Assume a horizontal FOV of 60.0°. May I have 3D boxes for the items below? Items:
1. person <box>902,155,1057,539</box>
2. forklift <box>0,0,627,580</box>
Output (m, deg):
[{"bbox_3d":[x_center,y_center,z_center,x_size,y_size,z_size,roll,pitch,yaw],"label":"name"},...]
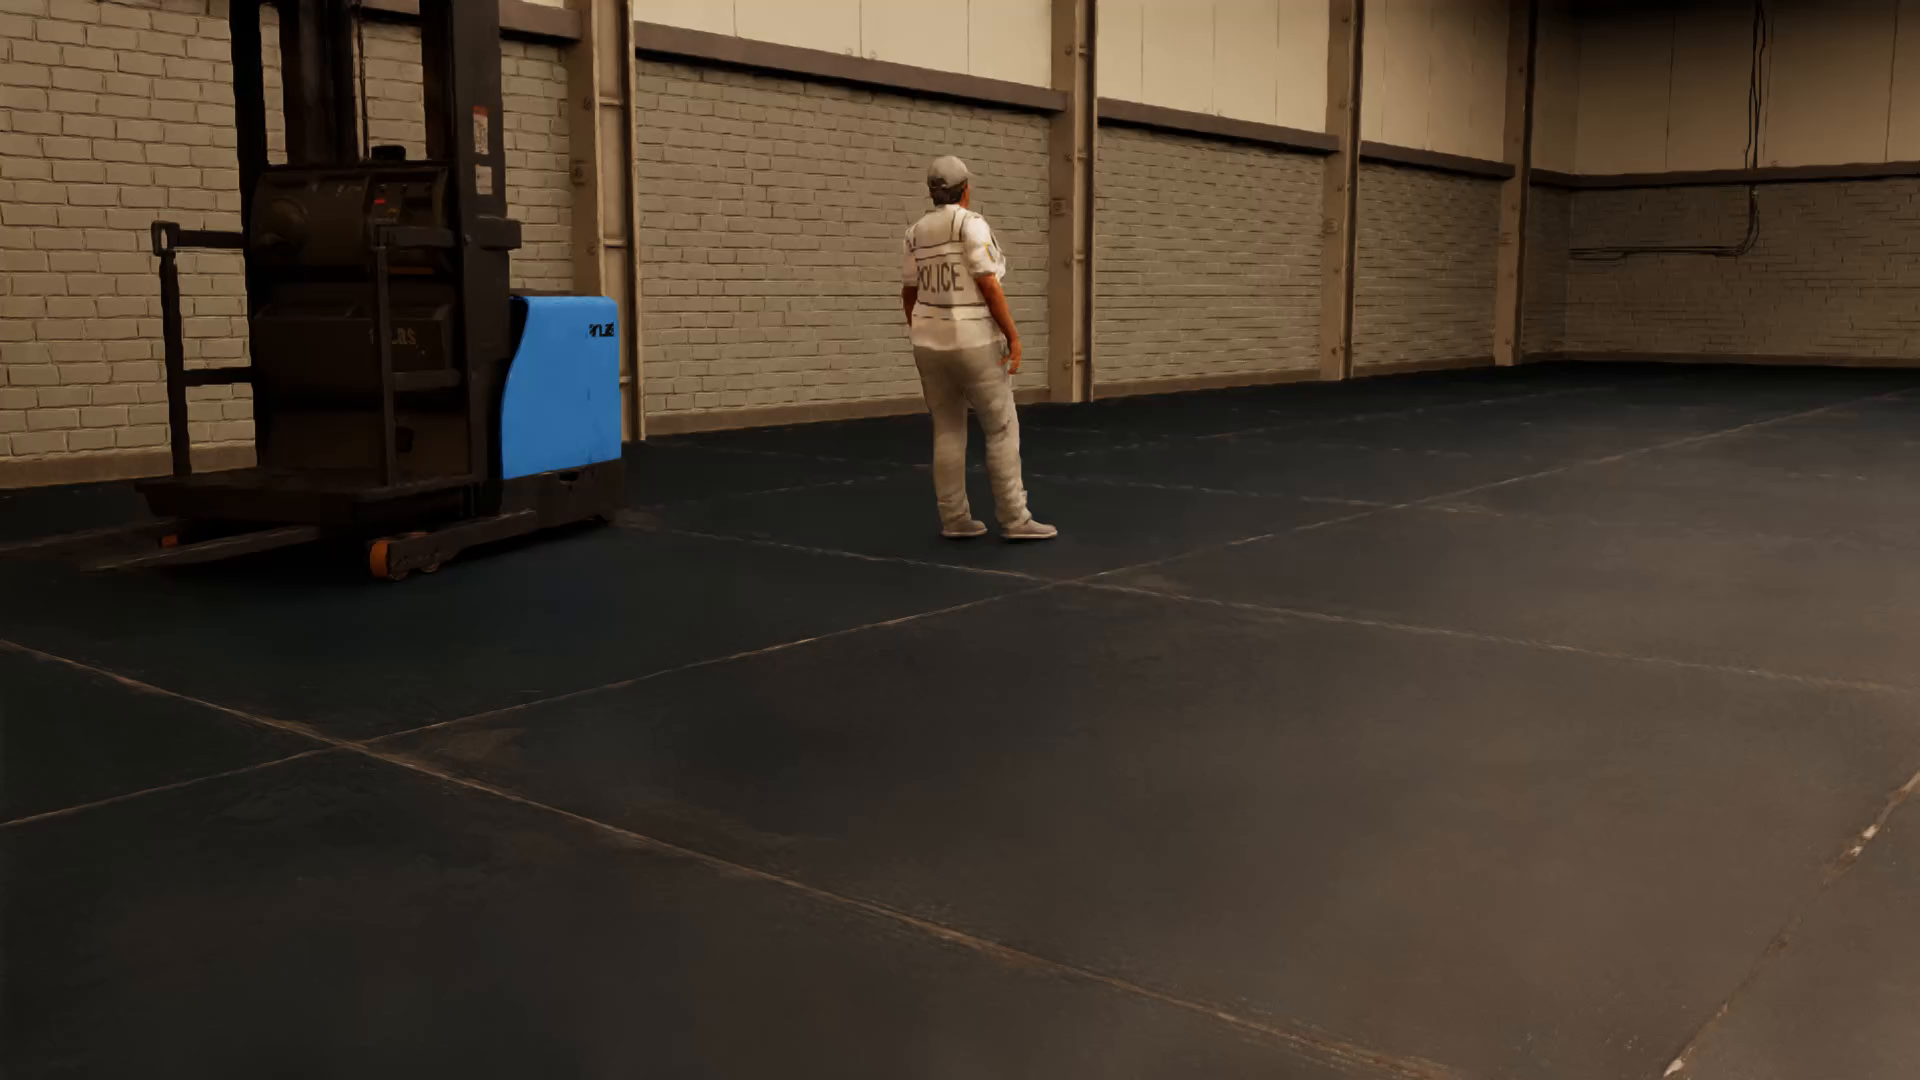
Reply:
[{"bbox_3d":[0.066,-0.838,7.328,0.598,1.669,0.529,7,11,38],"label":"person"},{"bbox_3d":[-2.554,-1.360,6.573,1.130,2.935,3.031,3,9,19],"label":"forklift"}]
